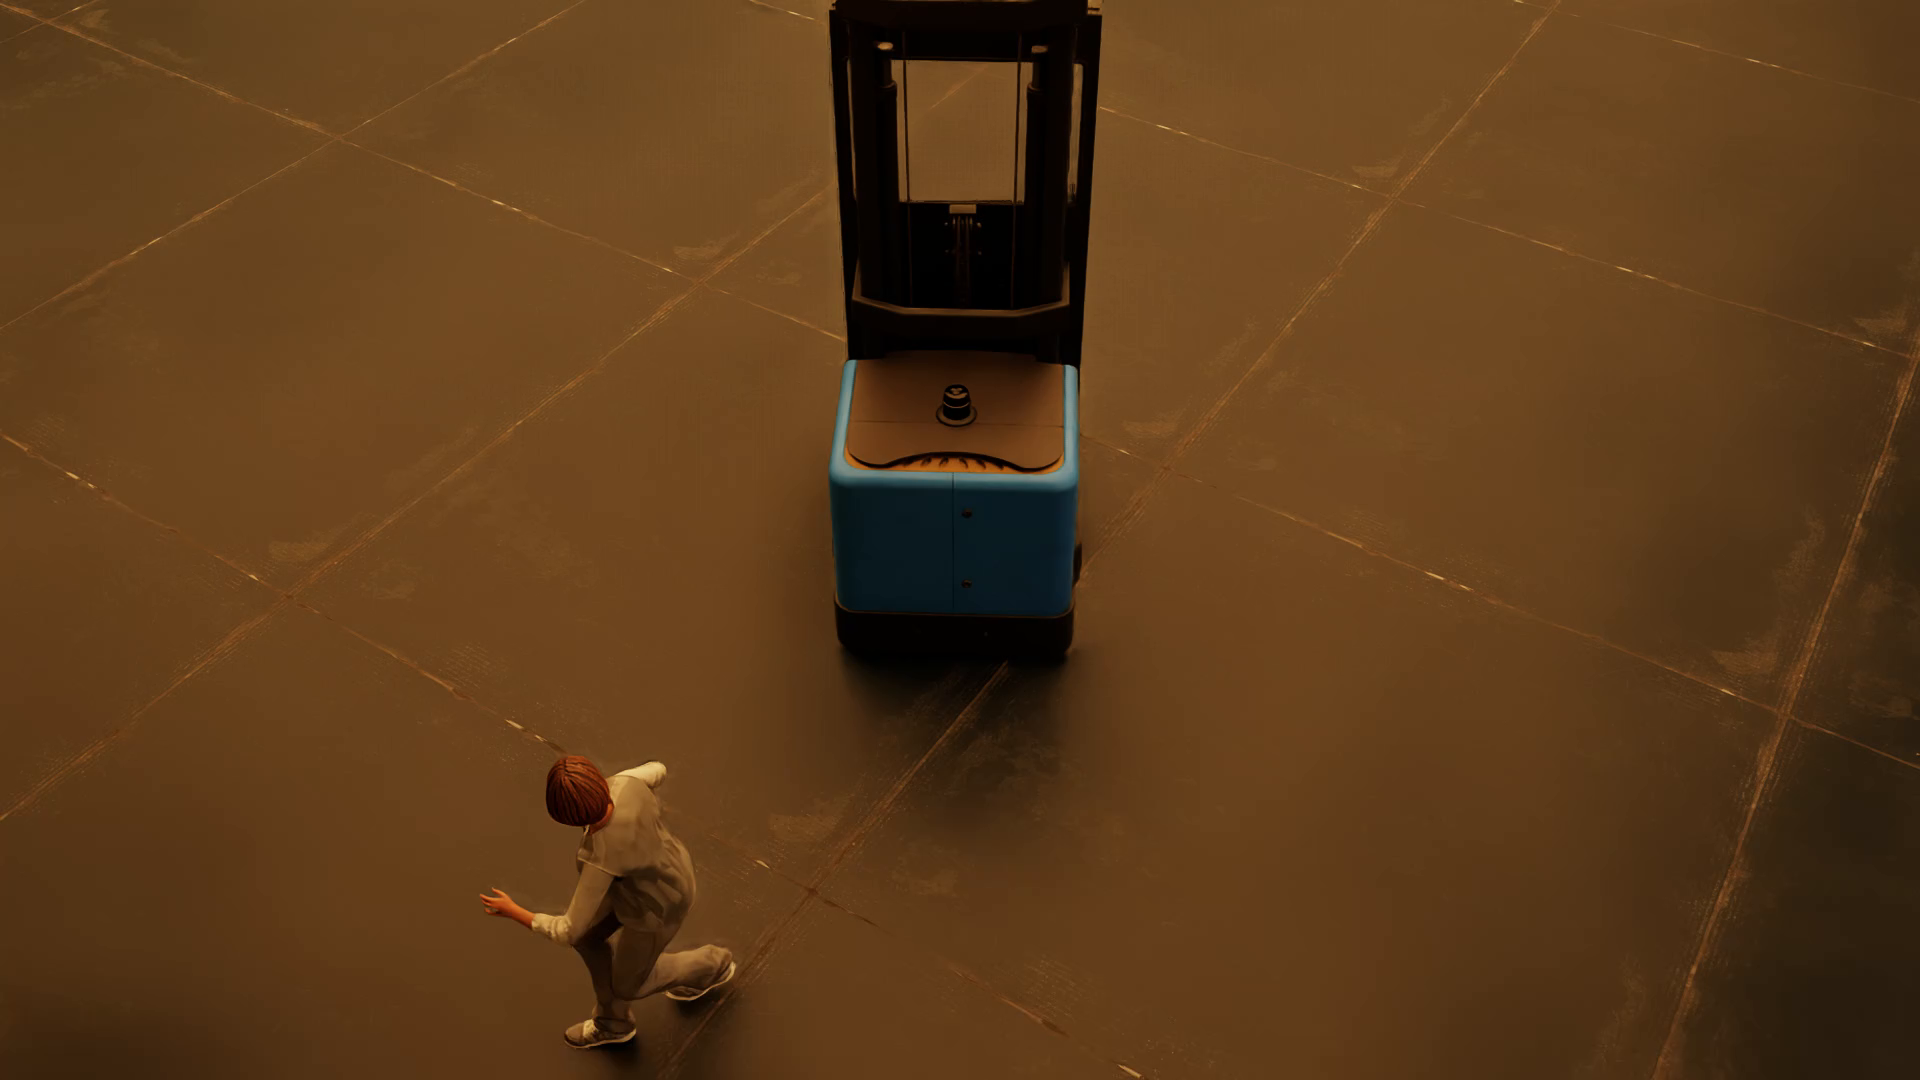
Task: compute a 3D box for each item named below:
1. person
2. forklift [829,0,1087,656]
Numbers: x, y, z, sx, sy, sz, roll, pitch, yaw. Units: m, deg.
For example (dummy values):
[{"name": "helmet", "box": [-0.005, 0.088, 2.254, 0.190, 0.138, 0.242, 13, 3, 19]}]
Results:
[{"name": "person", "box": [-1.143, 1.270, 5.738, 0.644, 1.270, 0.623, -7, 44, -7]}, {"name": "forklift", "box": [0.032, -1.552, 7.485, 1.130, 2.935, 3.031, 2, 44, 2]}]
